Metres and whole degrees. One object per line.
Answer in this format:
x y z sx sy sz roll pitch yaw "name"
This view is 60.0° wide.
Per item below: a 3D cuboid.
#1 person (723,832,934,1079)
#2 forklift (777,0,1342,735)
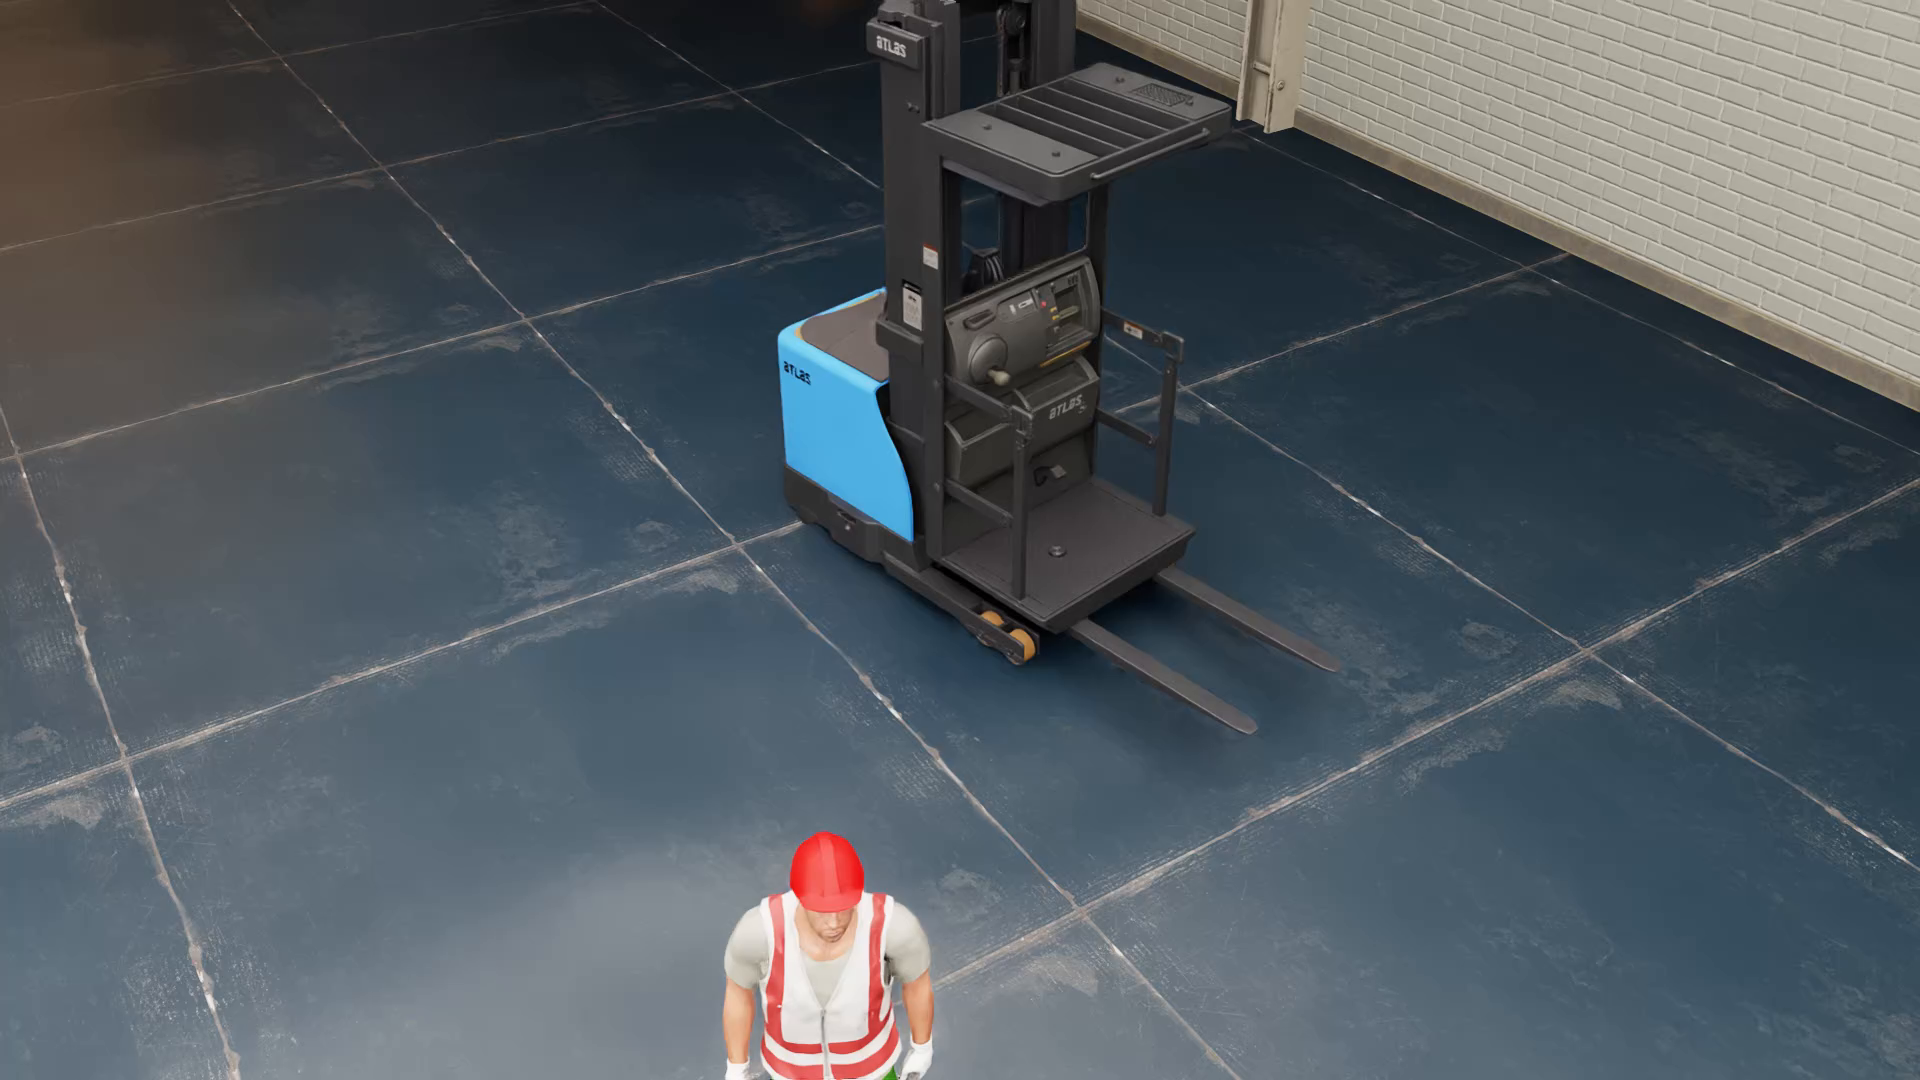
-0.383 1.605 4.895 0.630 1.814 0.506 -2 35 -3 "person"
0.444 -0.946 7.495 1.130 2.935 3.031 -29 44 -34 "forklift"
